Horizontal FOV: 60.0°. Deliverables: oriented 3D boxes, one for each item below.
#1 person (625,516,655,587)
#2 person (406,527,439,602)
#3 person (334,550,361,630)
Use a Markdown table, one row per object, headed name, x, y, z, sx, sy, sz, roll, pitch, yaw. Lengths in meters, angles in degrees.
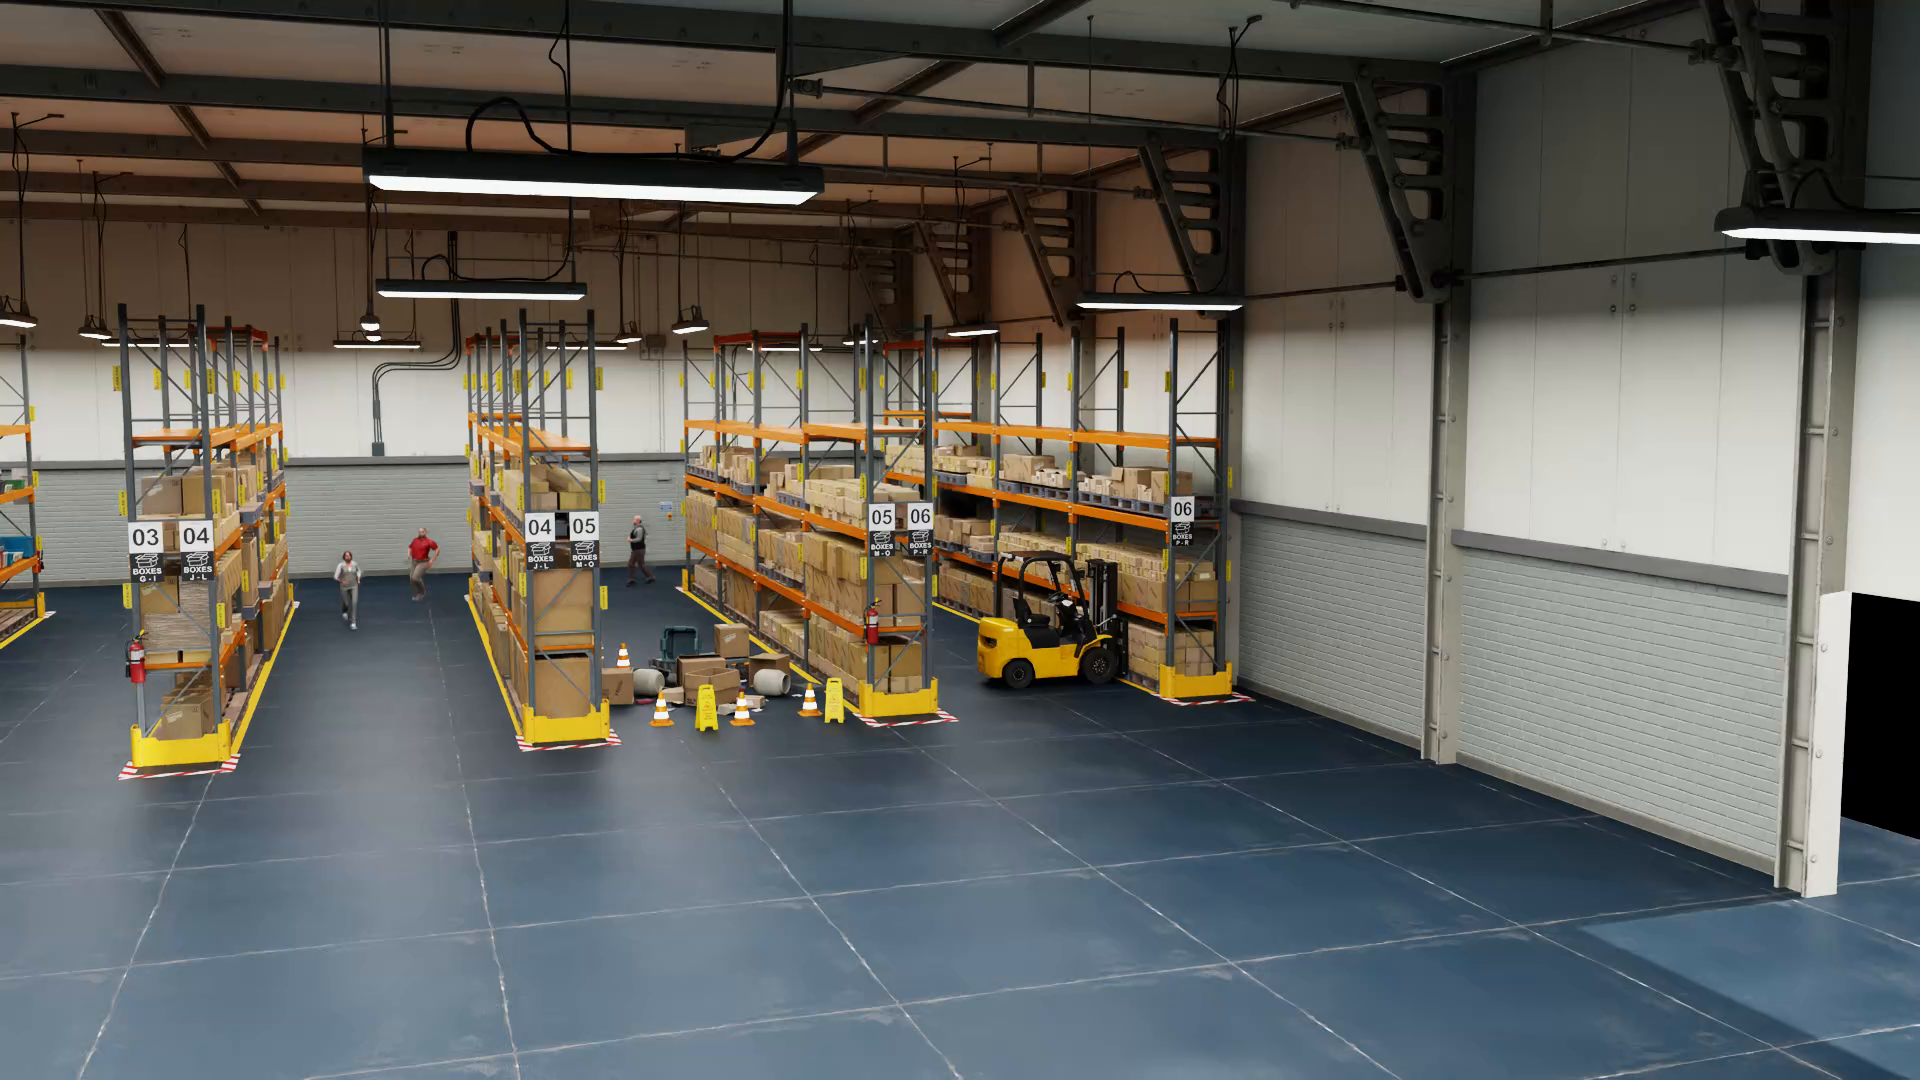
| name | x | y | z | sx | sy | sz | roll | pitch | yaw |
| --- | --- | --- | --- | --- | --- | --- | --- | --- | --- |
| person | -7.858 | 0.296 | 40.780 | 0.741 | 1.775 | 0.655 | -2 | 6 | -17 |
| person | -12.327 | 0.568 | 37.994 | 0.734 | 1.706 | 0.573 | 2 | 6 | 21 |
| person | -12.454 | 1.002 | 33.876 | 0.547 | 1.593 | 0.841 | -3 | 6 | -30 |
